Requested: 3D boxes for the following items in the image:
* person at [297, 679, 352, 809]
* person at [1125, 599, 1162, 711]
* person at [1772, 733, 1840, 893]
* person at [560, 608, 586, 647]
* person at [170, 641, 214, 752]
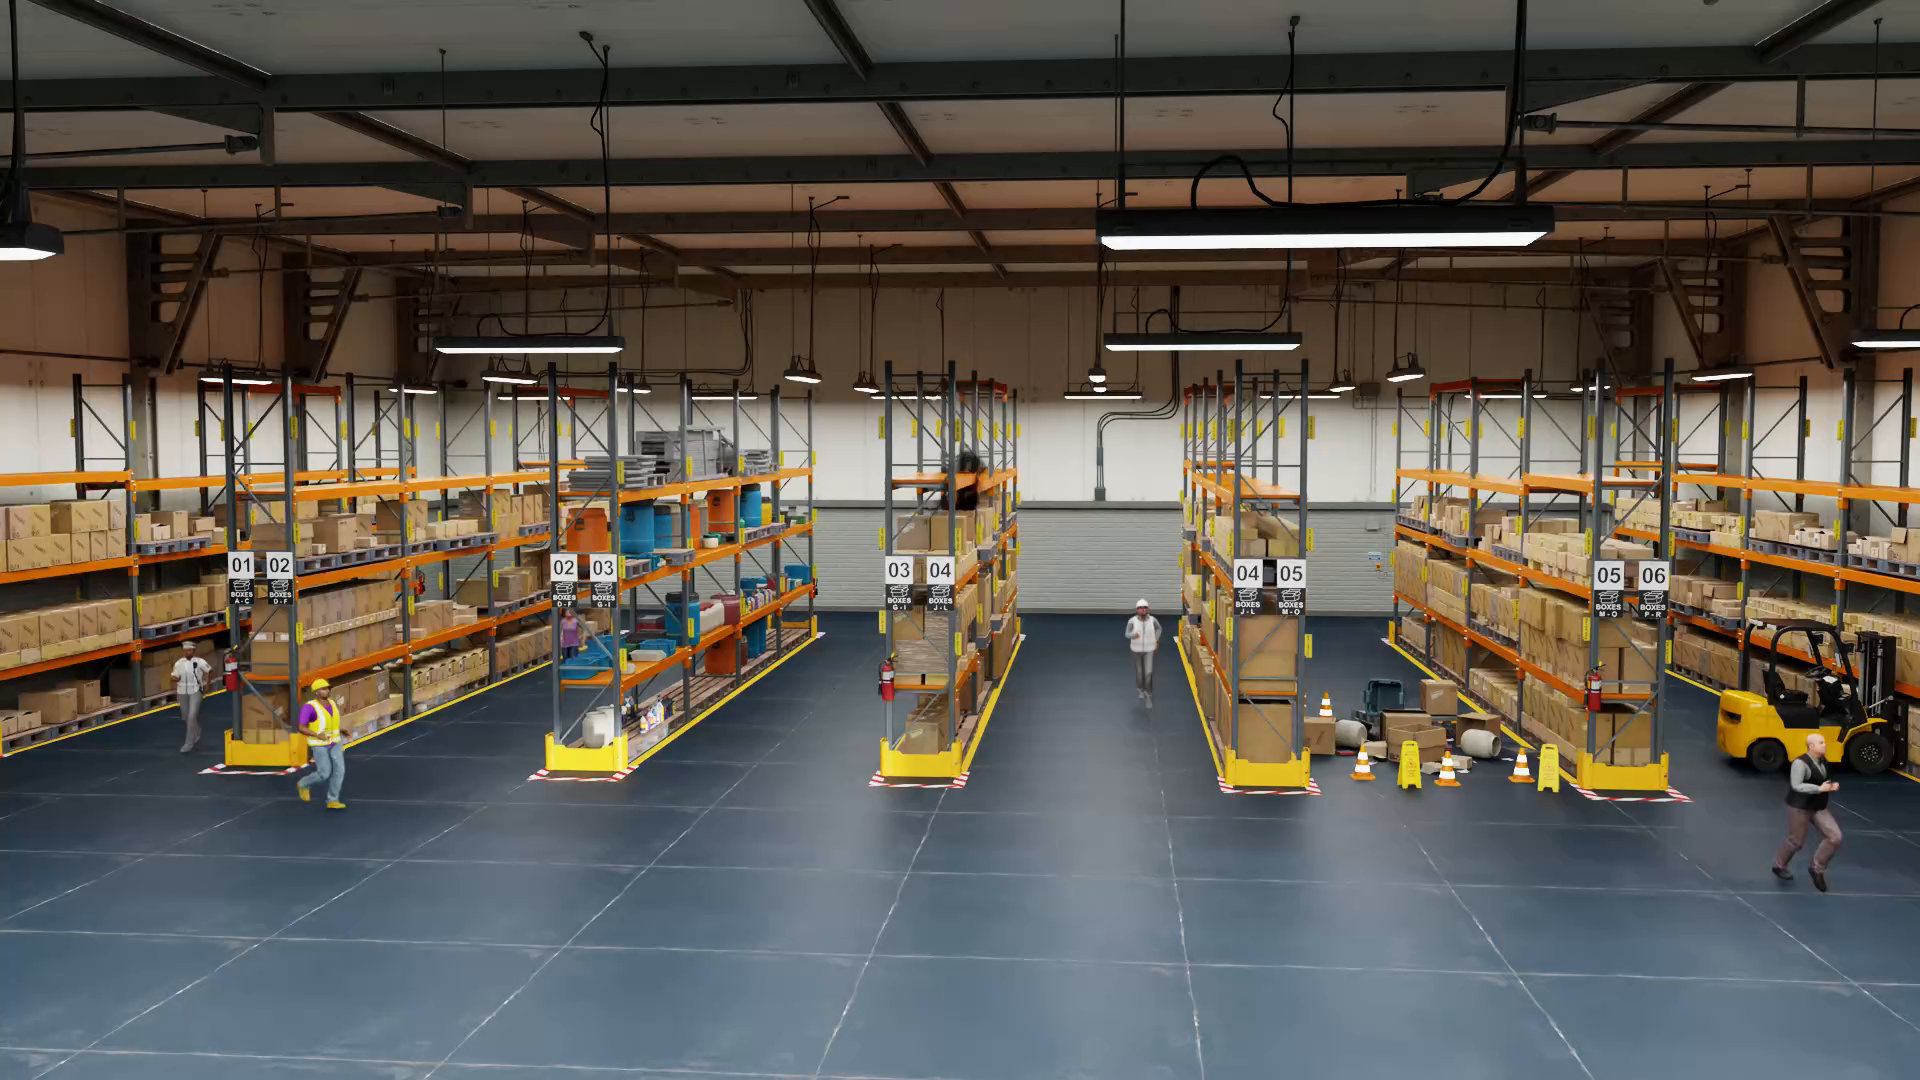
[{"bbox_3d":[-8.435,2.694,22.022,0.713,1.723,0.707,2,4,25],"label":"person"},{"bbox_3d":[3.175,1.966,28.832,0.638,1.889,0.658,0,4,7],"label":"person"},{"bbox_3d":[9.253,2.954,18.151,0.680,1.733,0.823,-2,4,-26],"label":"person"},{"bbox_3d":[-7.558,2.089,32.305,0.537,1.604,0.639,0,4,1],"label":"person"},{"bbox_3d":[-12.077,2.414,26.114,0.579,1.684,0.942,0,4,-2],"label":"person"}]
